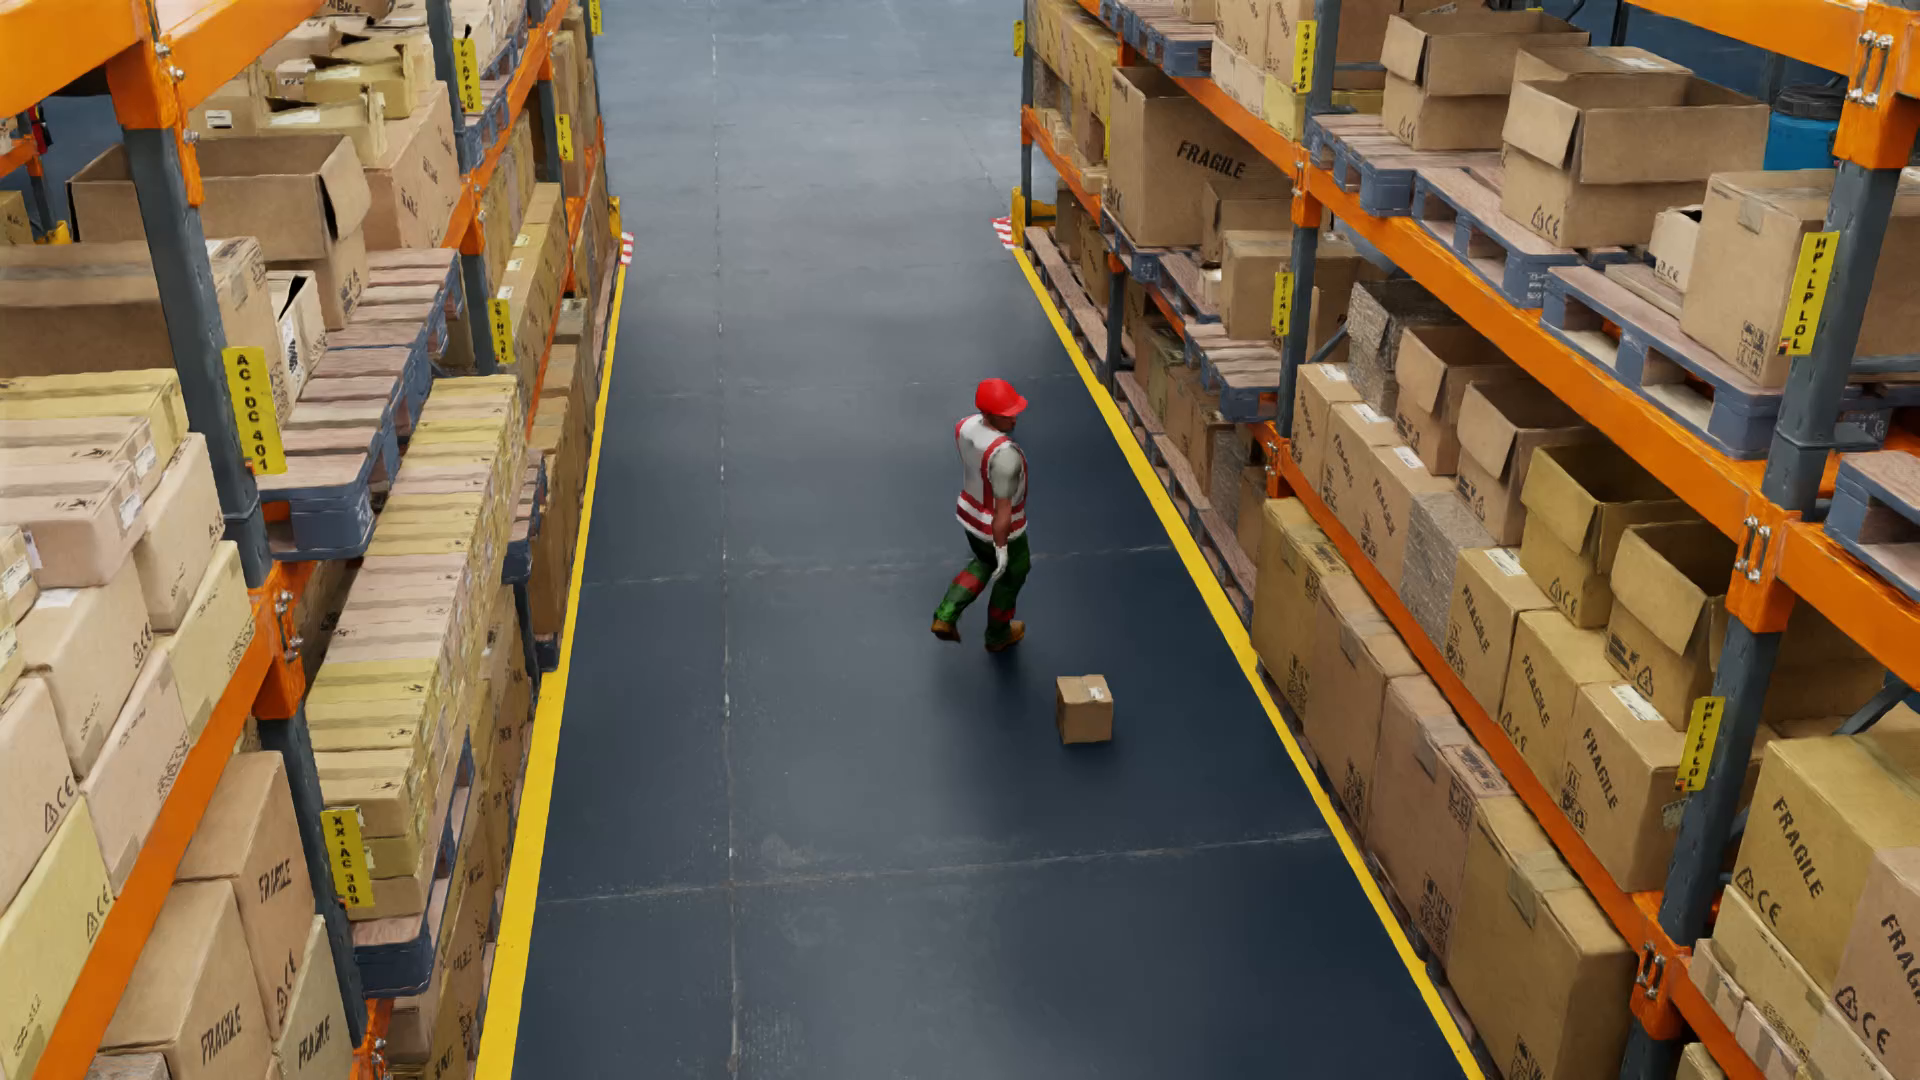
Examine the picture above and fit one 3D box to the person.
[{"bbox_3d":[0.200,-0.091,8.828,0.669,1.744,0.600,-18,32,-31],"label":"person"}]
